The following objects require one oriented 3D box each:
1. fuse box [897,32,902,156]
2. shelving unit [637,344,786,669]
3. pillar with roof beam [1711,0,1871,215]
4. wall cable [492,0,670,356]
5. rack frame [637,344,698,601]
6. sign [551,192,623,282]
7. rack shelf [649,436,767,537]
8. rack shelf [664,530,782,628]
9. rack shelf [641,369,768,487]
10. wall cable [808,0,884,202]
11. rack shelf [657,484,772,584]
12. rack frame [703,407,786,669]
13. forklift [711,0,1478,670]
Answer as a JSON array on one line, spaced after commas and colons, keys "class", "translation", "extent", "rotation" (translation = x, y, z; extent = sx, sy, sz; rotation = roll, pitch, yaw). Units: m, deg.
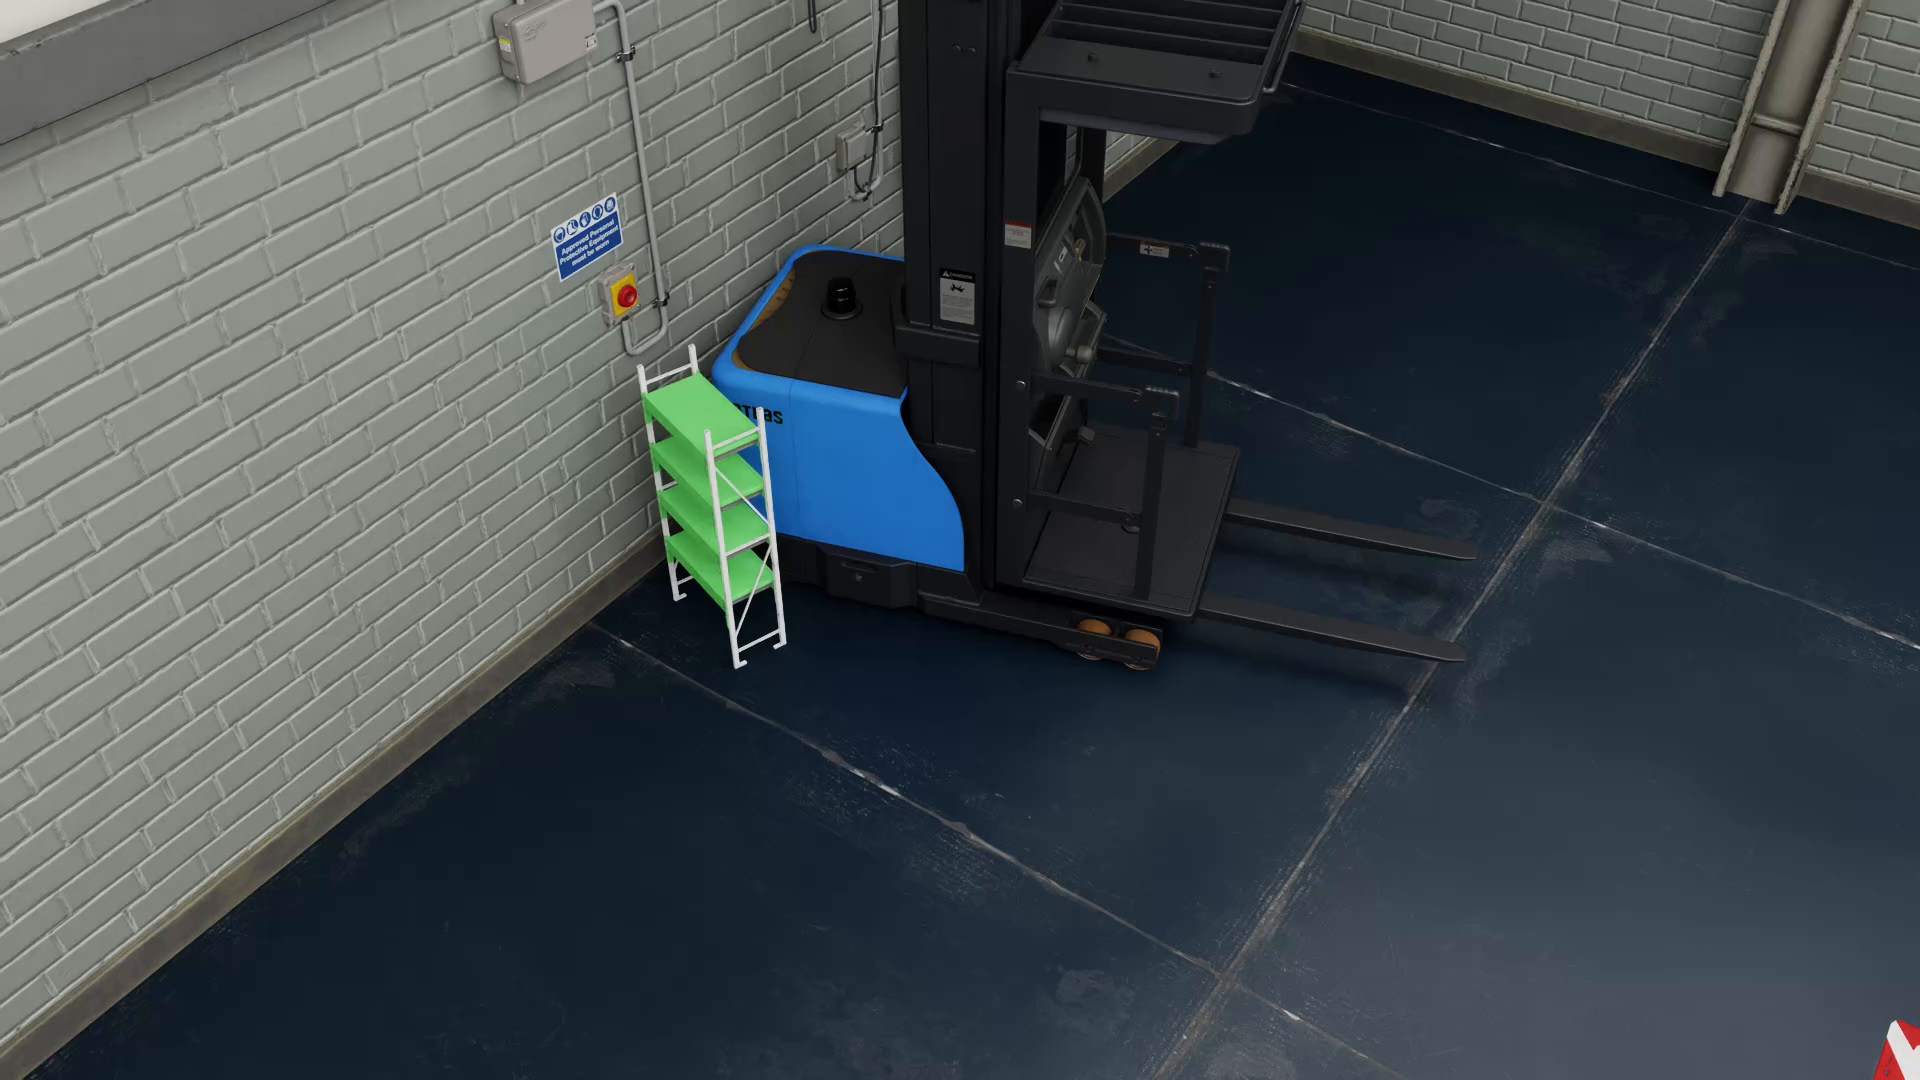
[{"class": "fuse box", "translation": [0.056, -1.611, 7.767], "extent": [0.414, 1.711, 0.539], "rotation": [25, 48, 25]}, {"class": "shelving unit", "translation": [-0.954, -0.112, 6.475], "extent": [0.258, 1.200, 0.503], "rotation": [-26, 48, -26]}, {"class": "pillar with roof beam", "translation": [2.045, -2.975, 3.827], "extent": [0.400, 9.000, 9.100], "rotation": [25, 48, 25]}, {"class": "wall cable", "translation": [-1.270, -1.391, 5.769], "extent": [0.123, 1.953, 0.585], "rotation": [25, 48, 25]}, {"class": "rack frame", "translation": [-1.100, -0.242, 6.621], "extent": [0.240, 1.200, 0.015], "rotation": [-26, 48, -26]}, {"class": "sign", "translation": [-1.348, -1.098, 6.025], "extent": [0.001, 0.218, 0.327], "rotation": [25, 48, 25]}, {"class": "rack shelf", "translation": [-0.954, -0.243, 6.358], "extent": [0.258, 0.148, 0.480], "rotation": [-26, 48, -26]}, {"class": "rack shelf", "translation": [-0.954, 0.115, 6.678], "extent": [0.258, 0.148, 0.480], "rotation": [-26, 48, -26]}, {"class": "rack shelf", "translation": [-0.954, -0.422, 6.198], "extent": [0.258, 0.148, 0.480], "rotation": [-26, 48, -26]}, {"class": "wall cable", "translation": [-0.465, -2.158, 6.650], "extent": [0.122, 1.984, 0.588], "rotation": [25, 48, 25]}, {"class": "rack shelf", "translation": [-0.954, -0.064, 6.518], "extent": [0.258, 0.148, 0.480], "rotation": [-26, 48, -26]}, {"class": "rack frame", "translation": [-0.808, 0.019, 6.329], "extent": [0.240, 1.200, 0.015], "rotation": [-26, 48, -26]}, {"class": "forklift", "translation": [0.596, -0.970, 6.136], "extent": [3.031, 2.935, 1.130], "rotation": [12, 43, 13]}]
